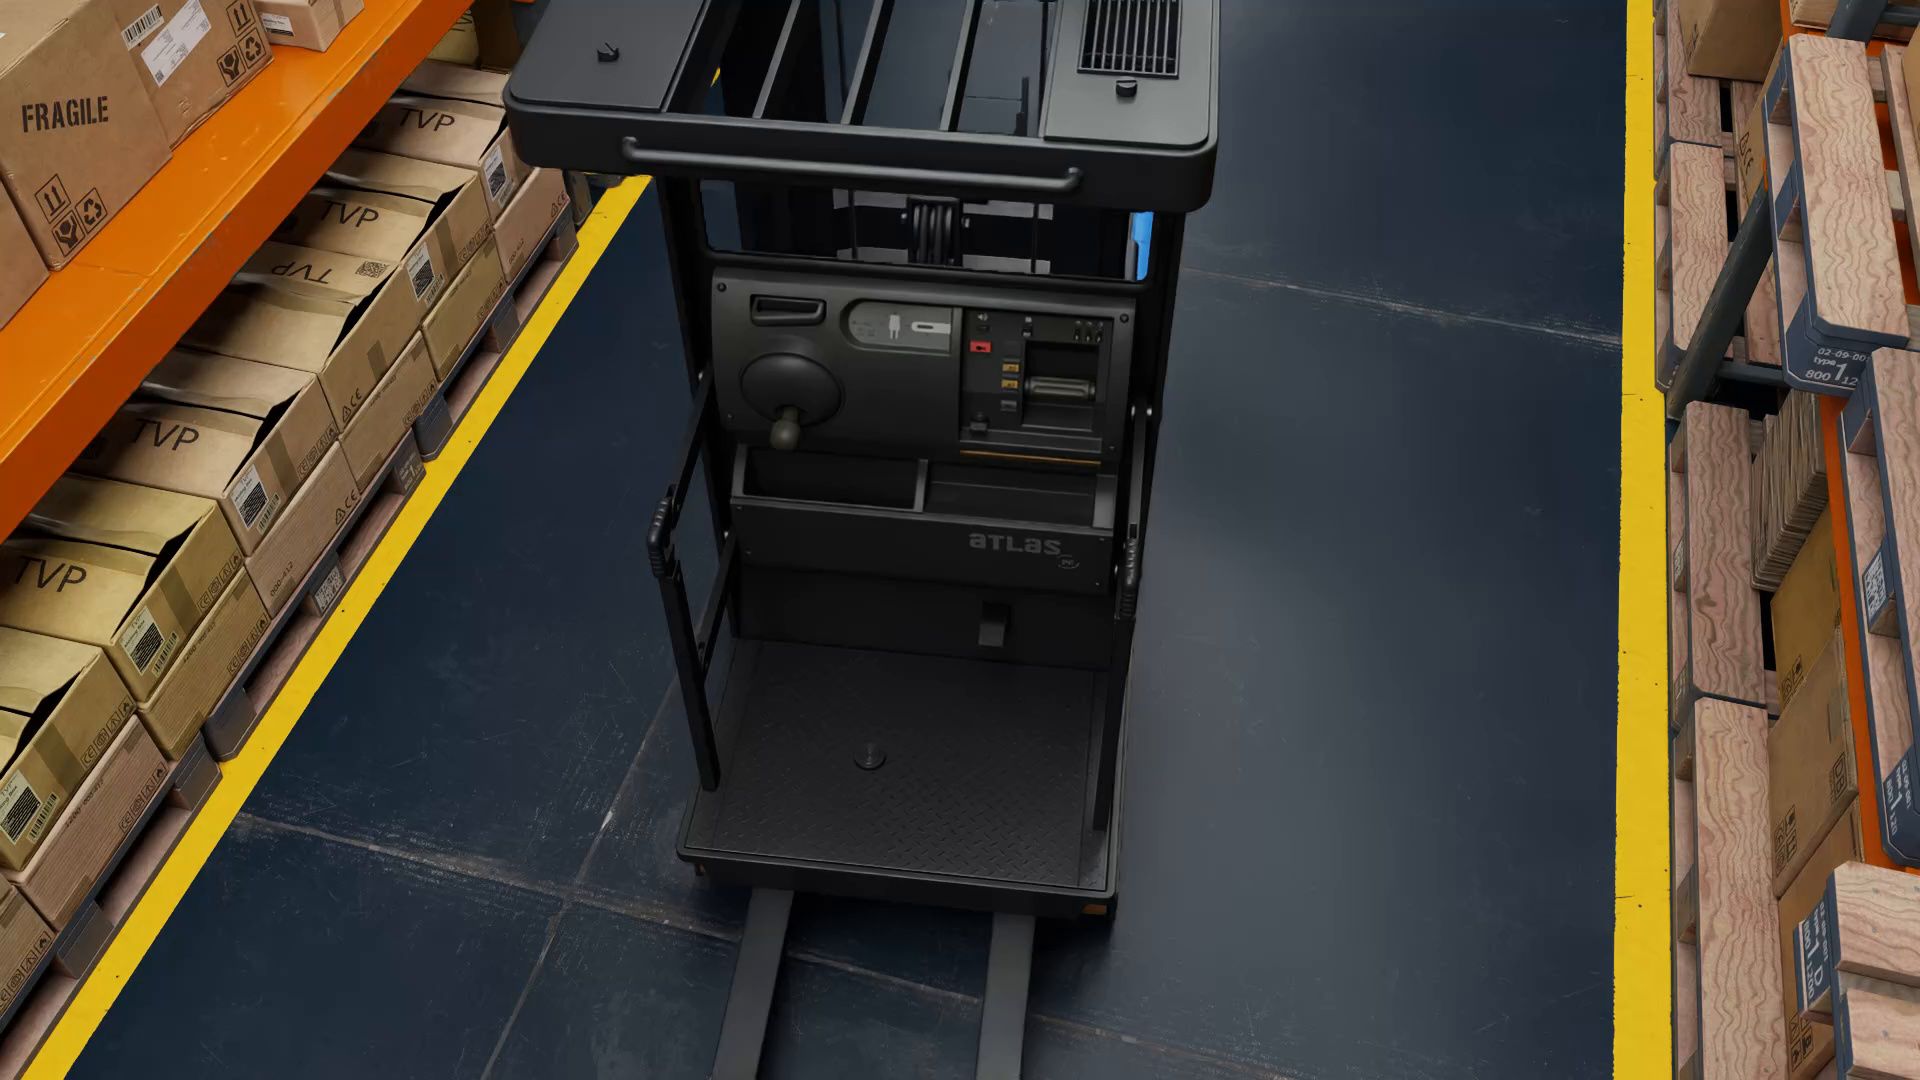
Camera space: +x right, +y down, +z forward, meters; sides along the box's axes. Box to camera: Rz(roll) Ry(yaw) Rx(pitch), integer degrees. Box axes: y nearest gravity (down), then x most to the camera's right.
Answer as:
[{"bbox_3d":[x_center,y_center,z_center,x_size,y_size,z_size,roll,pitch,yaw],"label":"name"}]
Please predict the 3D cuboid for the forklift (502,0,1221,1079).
[{"bbox_3d":[-0.110,-0.269,3.533,1.130,2.935,3.031,5,49,4],"label":"forklift"}]

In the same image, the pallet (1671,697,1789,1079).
[{"bbox_3d":[2.356,1.030,4.200,1.003,0.211,1.213,12,50,10],"label":"pallet"}]

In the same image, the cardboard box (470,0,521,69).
[{"bbox_3d":[-1.478,-2.067,6.127,0.500,0.500,0.500,12,50,10],"label":"cardboard box"}]

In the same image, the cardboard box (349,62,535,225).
[{"bbox_3d":[-1.732,-1.381,5.648,0.500,0.311,0.500,12,50,10],"label":"cardboard box"}]

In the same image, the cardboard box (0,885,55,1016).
[{"bbox_3d":[-2.533,1.027,3.896,0.500,0.250,0.500,11,50,10],"label":"cardboard box"}]

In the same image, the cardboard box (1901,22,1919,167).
[{"bbox_3d":[2.711,-1.158,3.912,0.700,0.500,0.500,12,50,10],"label":"cardboard box"}]

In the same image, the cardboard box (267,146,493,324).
[{"bbox_3d":[-1.863,-1.004,5.315,0.500,0.311,0.500,13,50,11],"label":"cardboard box"}]

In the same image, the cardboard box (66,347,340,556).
[{"bbox_3d":[-2.132,-0.280,4.676,0.500,0.311,0.500,11,49,10],"label":"cardboard box"}]

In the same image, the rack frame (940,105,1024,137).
[{"bbox_3d":[0.062,-0.831,5.183,0.240,1.200,0.006,5,49,4],"label":"rack frame"}]

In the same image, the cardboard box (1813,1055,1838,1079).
[{"bbox_3d":[2.212,1.353,3.429,0.700,0.500,0.500,11,50,10],"label":"cardboard box"}]

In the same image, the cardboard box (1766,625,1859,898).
[{"bbox_3d":[2.440,0.621,4.075,0.700,0.500,0.500,12,50,10],"label":"cardboard box"}]

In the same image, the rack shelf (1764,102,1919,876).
[{"bbox_3d":[2.352,0.344,3.426,1.077,0.370,4.000,12,50,10],"label":"rack shelf"}]

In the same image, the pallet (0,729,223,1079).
[{"bbox_3d":[-2.700,0.912,4.304,1.003,0.211,1.213,12,50,10],"label":"pallet"}]

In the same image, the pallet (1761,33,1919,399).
[{"bbox_3d":[2.537,-0.754,4.042,1.003,0.211,1.213,12,50,10],"label":"pallet"}]

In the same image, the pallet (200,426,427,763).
[{"bbox_3d":[-2.377,0.033,5.080,1.003,0.211,1.213,12,50,10],"label":"pallet"}]

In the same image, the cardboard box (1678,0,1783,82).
[{"bbox_3d":[3.271,-2.137,6.509,0.700,0.500,0.500,9,49,8],"label":"cardboard box"}]

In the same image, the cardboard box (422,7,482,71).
[{"bbox_3d":[-1.991,-1.924,6.501,0.500,0.250,0.500,12,50,10],"label":"cardboard box"}]

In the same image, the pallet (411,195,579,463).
[{"bbox_3d":[-2.058,-0.853,5.862,1.003,0.211,1.213,12,50,10],"label":"pallet"}]

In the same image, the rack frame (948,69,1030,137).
[{"bbox_3d":[0.084,-0.968,5.304,0.240,1.200,0.006,5,49,4],"label":"rack frame"}]

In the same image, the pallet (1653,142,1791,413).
[{"bbox_3d":[3.021,-0.911,5.913,1.003,0.211,1.213,12,50,10],"label":"pallet"}]

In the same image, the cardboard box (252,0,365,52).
[{"bbox_3d":[-1.956,-1.599,4.750,0.396,0.266,0.258,10,49,9],"label":"cardboard box"}]

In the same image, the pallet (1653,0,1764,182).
[{"bbox_3d":[3.340,-1.796,6.695,1.003,0.211,1.213,12,50,10],"label":"pallet"}]

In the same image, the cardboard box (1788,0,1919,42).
[{"bbox_3d":[2.710,-1.700,4.837,0.500,0.250,0.500,12,50,10],"label":"cardboard box"}]

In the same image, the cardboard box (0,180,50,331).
[{"bbox_3d":[-2.529,-0.673,3.776,0.500,0.500,0.500,9,49,8],"label":"cardboard box"}]

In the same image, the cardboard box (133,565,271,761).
[{"bbox_3d":[-2.271,0.286,4.550,0.500,0.250,0.500,10,49,9],"label":"cardboard box"}]

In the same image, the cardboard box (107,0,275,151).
[{"bbox_3d":[-2.258,-1.416,4.432,0.500,0.500,0.500,15,50,13],"label":"cardboard box"}]

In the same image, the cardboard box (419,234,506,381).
[{"bbox_3d":[-1.866,-0.822,5.529,0.500,0.250,0.500,11,49,9],"label":"cardboard box"}]

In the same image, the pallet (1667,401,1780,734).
[{"bbox_3d":[2.675,0.145,4.981,1.003,0.211,1.213,12,50,10],"label":"pallet"}]

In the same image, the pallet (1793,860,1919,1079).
[{"bbox_3d":[1.910,1.079,2.425,1.213,0.211,1.003,12,50,10],"label":"pallet"}]

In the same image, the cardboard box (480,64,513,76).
[{"bbox_3d":[-1.487,-1.821,6.410,0.500,0.250,0.500,12,50,10],"label":"cardboard box"}]

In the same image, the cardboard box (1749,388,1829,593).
[{"bbox_3d":[2.701,-0.124,4.732,0.700,0.500,0.500,13,50,11],"label":"cardboard box"}]

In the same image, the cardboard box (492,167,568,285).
[{"bbox_3d":[-1.731,-1.188,5.852,0.500,0.250,0.500,11,50,10],"label":"cardboard box"}]

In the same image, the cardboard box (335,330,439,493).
[{"bbox_3d":[-2.000,-0.452,5.202,0.500,0.250,0.500,13,50,11],"label":"cardboard box"}]

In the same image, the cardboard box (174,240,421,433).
[{"bbox_3d":[-1.996,-0.643,4.997,0.500,0.311,0.500,11,50,10],"label":"cardboard box"}]

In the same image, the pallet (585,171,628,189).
[{"bbox_3d":[-1.652,-1.960,6.839,1.003,0.211,1.213,12,50,10],"label":"pallet"}]

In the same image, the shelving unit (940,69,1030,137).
[{"bbox_3d":[0.073,-0.899,5.244,0.258,1.200,0.189,5,49,4],"label":"shelving unit"}]

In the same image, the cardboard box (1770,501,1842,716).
[{"bbox_3d":[2.613,0.260,4.394,0.700,0.500,0.500,11,49,9],"label":"cardboard box"}]

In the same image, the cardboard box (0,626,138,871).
[{"bbox_3d":[-2.403,0.460,4.023,0.500,0.311,0.500,10,49,9],"label":"cardboard box"}]

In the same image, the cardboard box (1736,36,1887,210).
[{"bbox_3d":[3.113,-1.418,5.875,0.500,0.500,0.500,8,49,7],"label":"cardboard box"}]

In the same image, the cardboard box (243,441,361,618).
[{"bbox_3d":[-2.136,-0.084,4.878,0.500,0.250,0.500,12,50,11],"label":"cardboard box"}]

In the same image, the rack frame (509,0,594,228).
[{"bbox_3d":[-1.902,-2.316,5.293,1.000,3.000,0.127,12,50,10],"label":"rack frame"}]

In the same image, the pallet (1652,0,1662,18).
[{"bbox_3d":[3.663,-2.676,7.471,1.003,0.211,1.213,12,50,10],"label":"pallet"}]

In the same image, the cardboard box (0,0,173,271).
[{"bbox_3d":[-2.390,-1.053,4.112,0.500,0.500,0.500,12,50,10],"label":"cardboard box"}]

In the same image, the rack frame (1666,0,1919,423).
[{"bbox_3d":[2.878,-1.341,4.433,1.000,3.000,0.127,12,50,10],"label":"rack frame"}]

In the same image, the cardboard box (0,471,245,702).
[{"bbox_3d":[-2.267,0.092,4.348,0.500,0.311,0.500,10,49,9],"label":"cardboard box"}]

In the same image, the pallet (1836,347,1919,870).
[{"bbox_3d":[2.307,0.176,3.222,1.003,0.211,1.213,12,50,10],"label":"pallet"}]

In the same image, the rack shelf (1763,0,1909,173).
[{"bbox_3d":[3.405,-2.550,5.979,1.077,0.370,4.000,12,50,10],"label":"rack shelf"}]

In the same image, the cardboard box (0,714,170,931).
[{"bbox_3d":[-2.402,0.664,4.217,0.500,0.250,0.500,10,49,9],"label":"cardboard box"}]

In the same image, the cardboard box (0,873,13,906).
[{"bbox_3d":[-2.533,0.842,3.686,0.500,0.311,0.500,13,50,11],"label":"cardboard box"}]

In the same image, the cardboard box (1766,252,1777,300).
[{"bbox_3d":[2.990,-0.942,5.677,0.380,0.166,0.250,6,49,5],"label":"cardboard box"}]

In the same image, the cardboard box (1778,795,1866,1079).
[{"bbox_3d":[2.316,0.988,3.751,0.700,0.500,0.500,11,50,10],"label":"cardboard box"}]
